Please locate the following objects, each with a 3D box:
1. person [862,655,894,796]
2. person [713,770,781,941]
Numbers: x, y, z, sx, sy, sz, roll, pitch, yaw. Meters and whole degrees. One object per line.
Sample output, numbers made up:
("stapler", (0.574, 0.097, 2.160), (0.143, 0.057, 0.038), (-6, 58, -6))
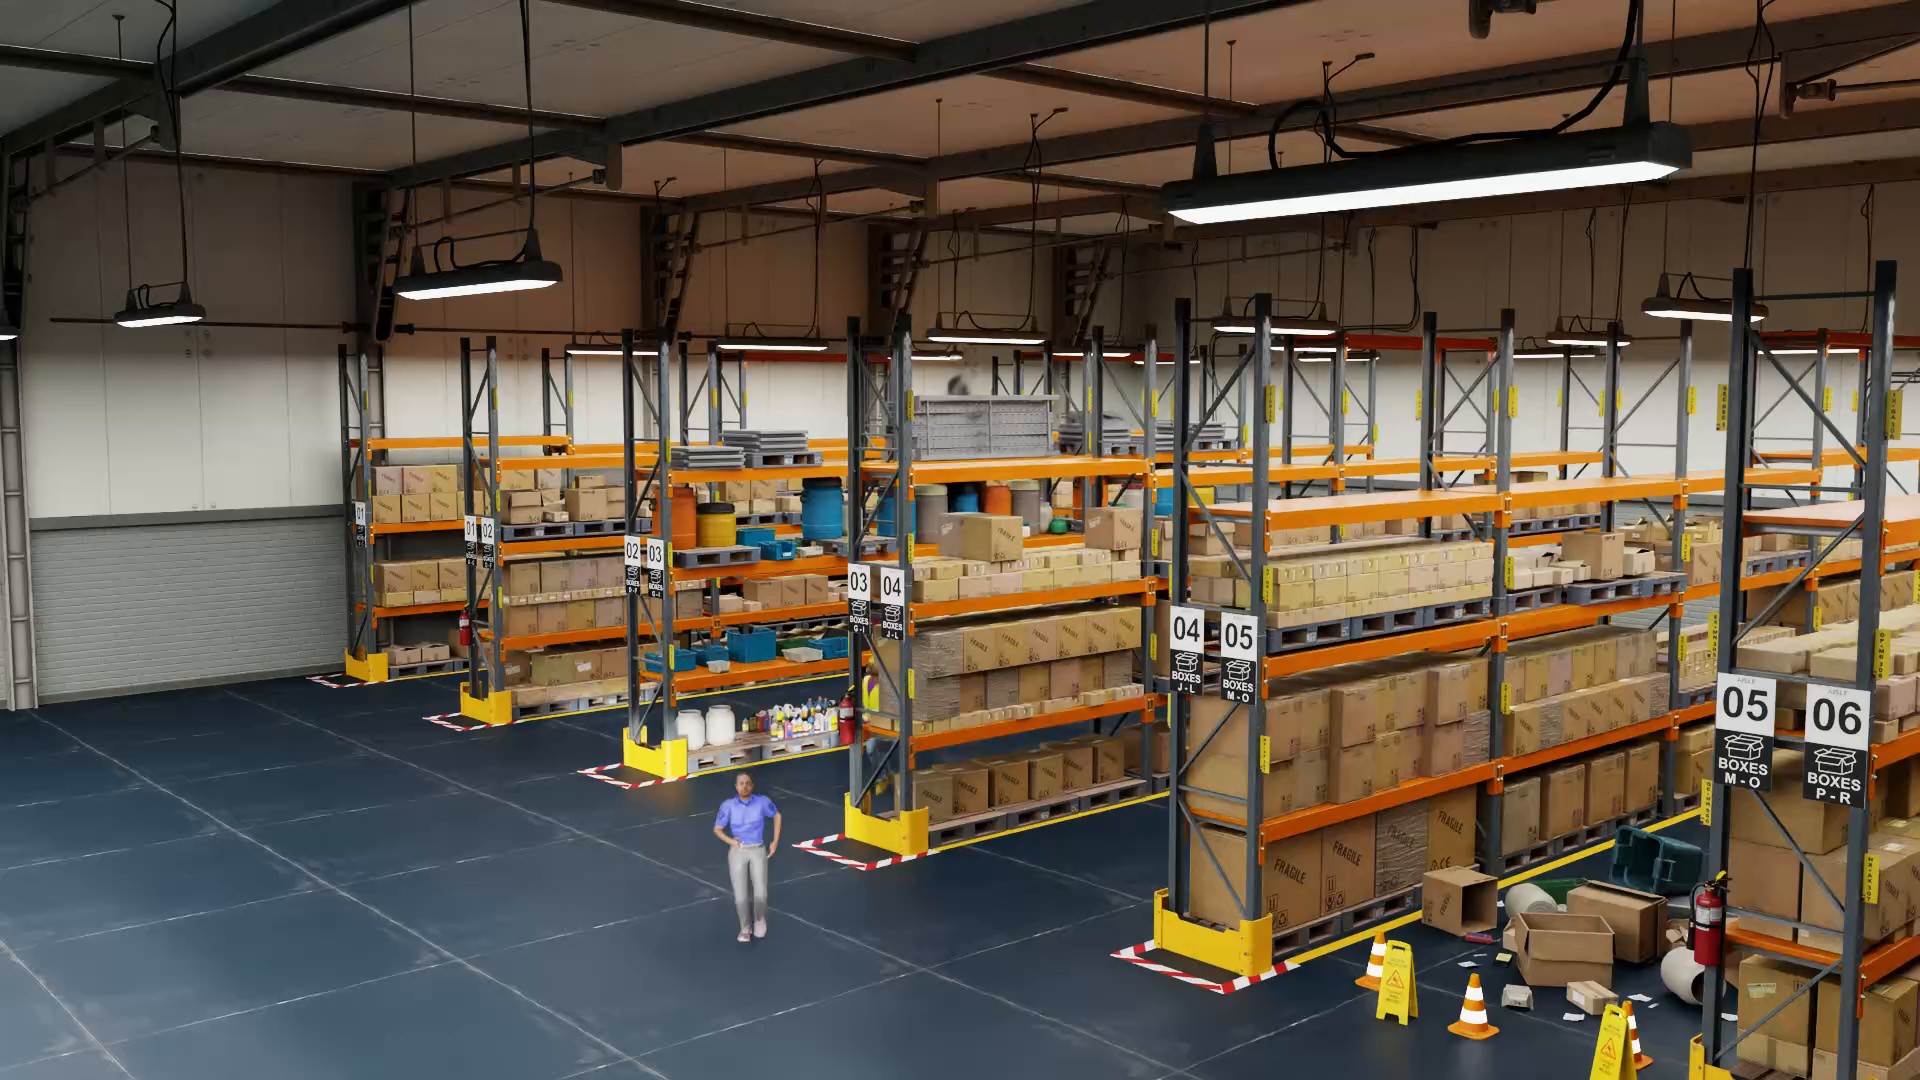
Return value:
("person", (-1.081, 2.375, 21.431), (0.684, 1.816, 0.731), (4, 7, 40))
("person", (-1.974, 2.961, 15.479), (0.630, 1.626, 0.577), (-1, 5, -8))
